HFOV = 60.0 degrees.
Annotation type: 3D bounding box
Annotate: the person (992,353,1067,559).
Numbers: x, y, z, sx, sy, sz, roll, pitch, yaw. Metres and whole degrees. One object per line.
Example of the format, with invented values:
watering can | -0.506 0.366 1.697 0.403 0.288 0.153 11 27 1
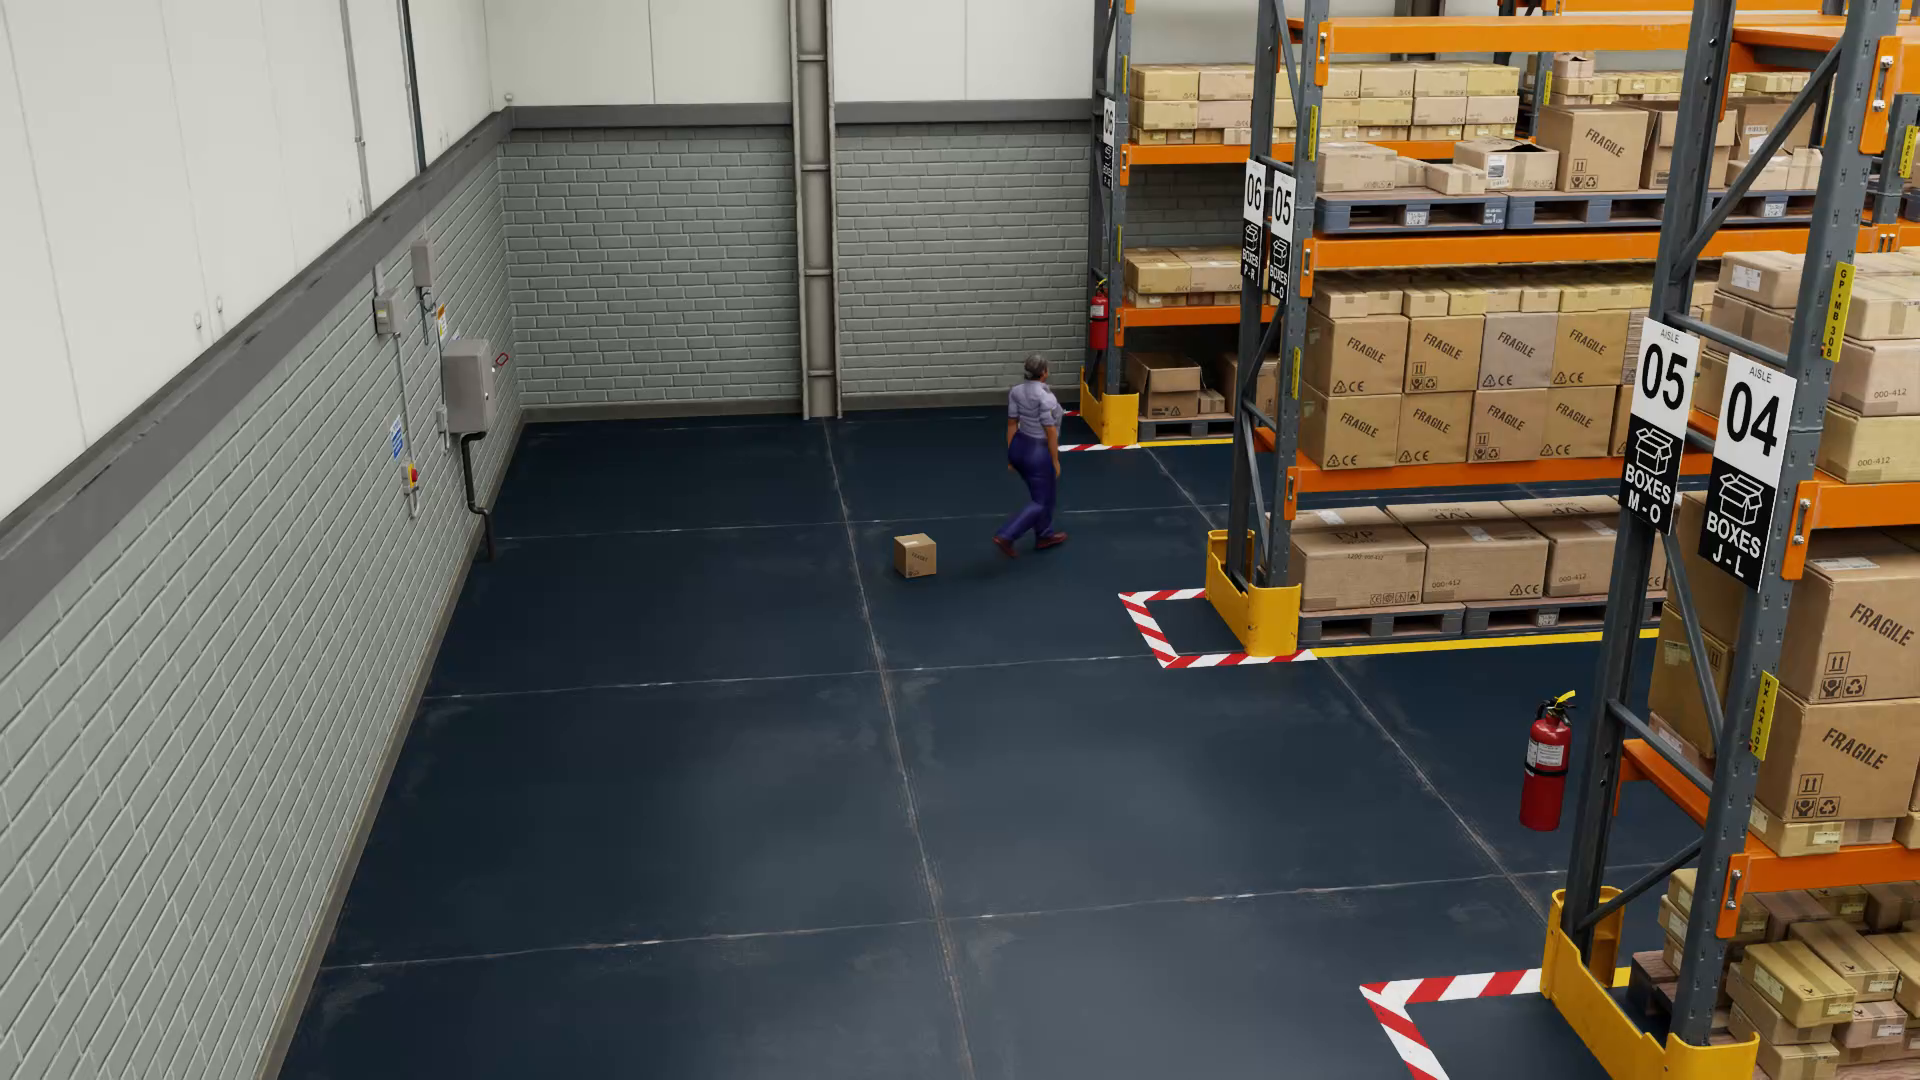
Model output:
person | 0.540 -0.644 12.836 0.886 1.609 0.472 -15 25 -35
